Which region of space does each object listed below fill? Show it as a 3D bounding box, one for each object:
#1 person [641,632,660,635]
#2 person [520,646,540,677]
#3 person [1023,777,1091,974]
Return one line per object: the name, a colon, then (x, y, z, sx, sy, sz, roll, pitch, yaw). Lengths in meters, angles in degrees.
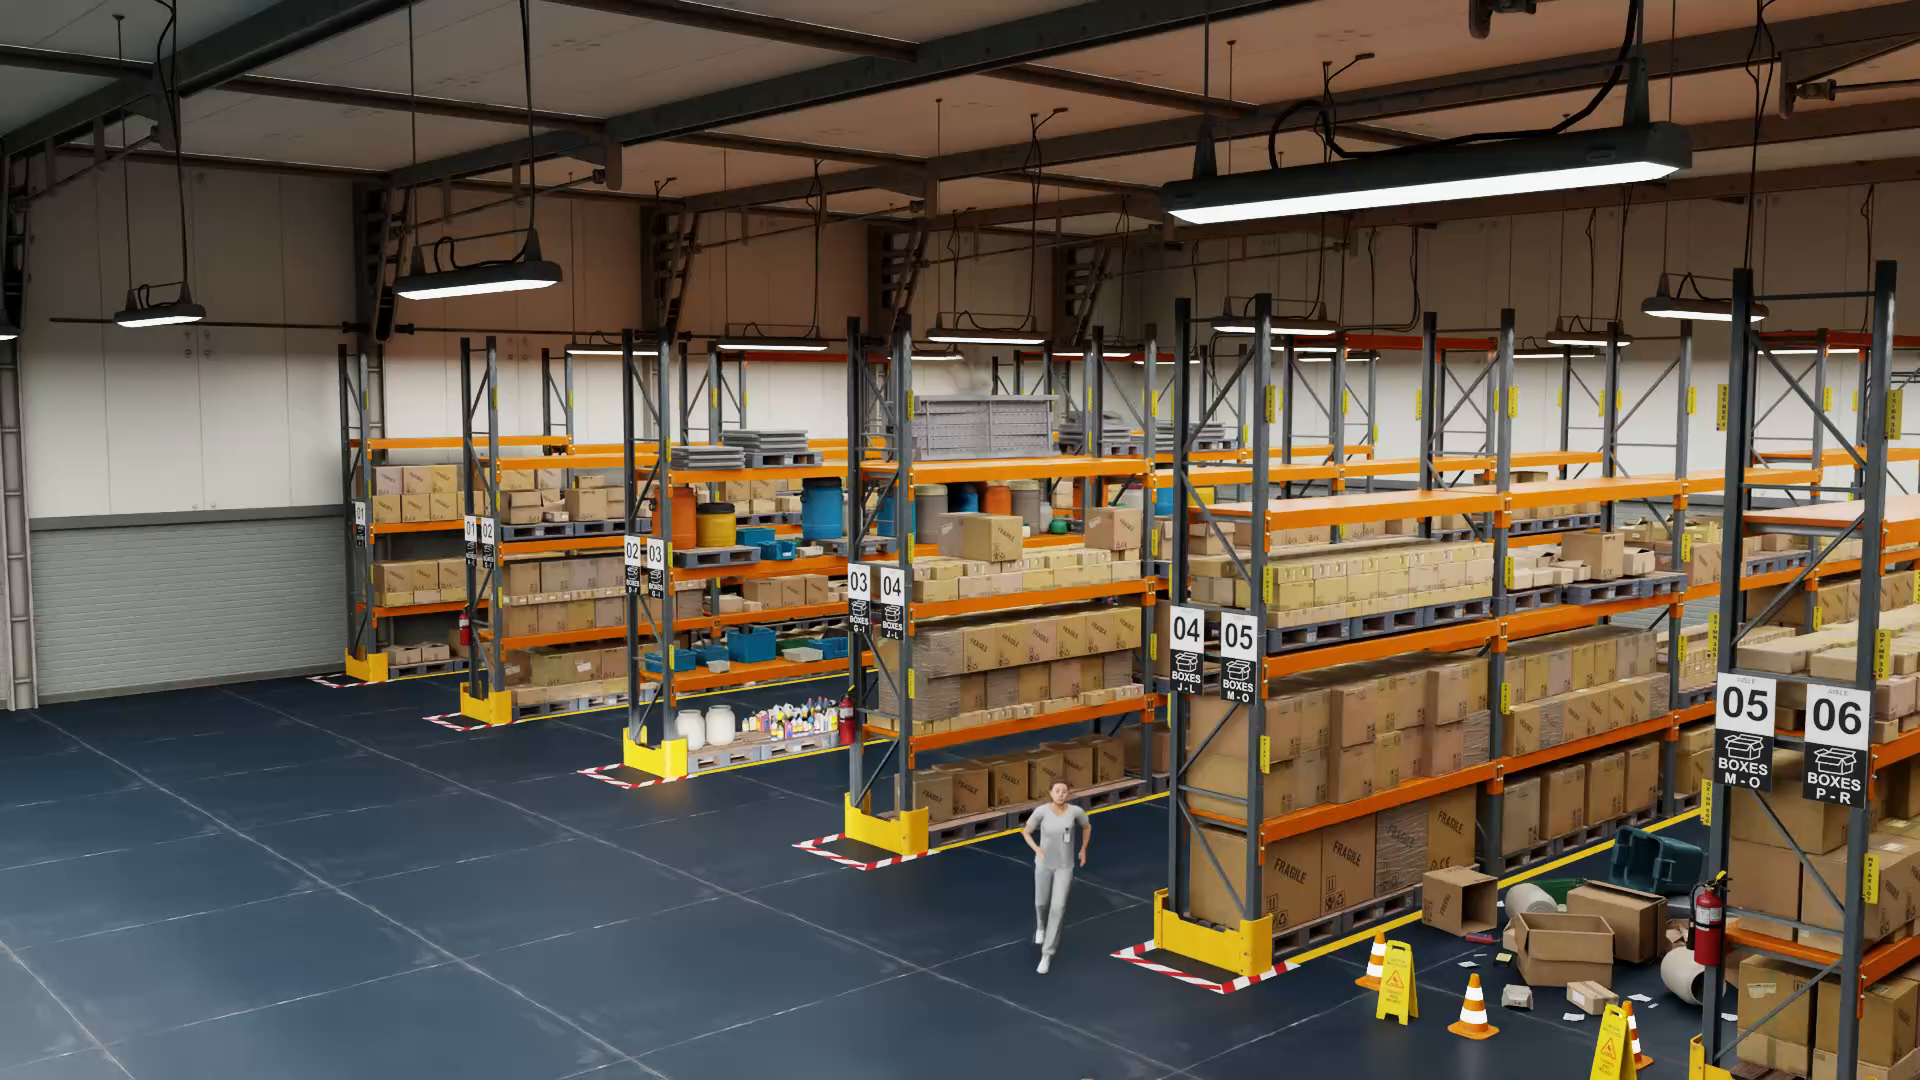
person: (-5.663, 1.602, 30.132, 0.613, 1.815, 0.909, 3, 6, 32)
person: (-7.292, 1.764, 28.453, 0.662, 1.741, 0.698, -4, 7, -40)
person: (0.872, 2.976, 15.087, 0.608, 1.678, 0.934, 1, 5, 9)
